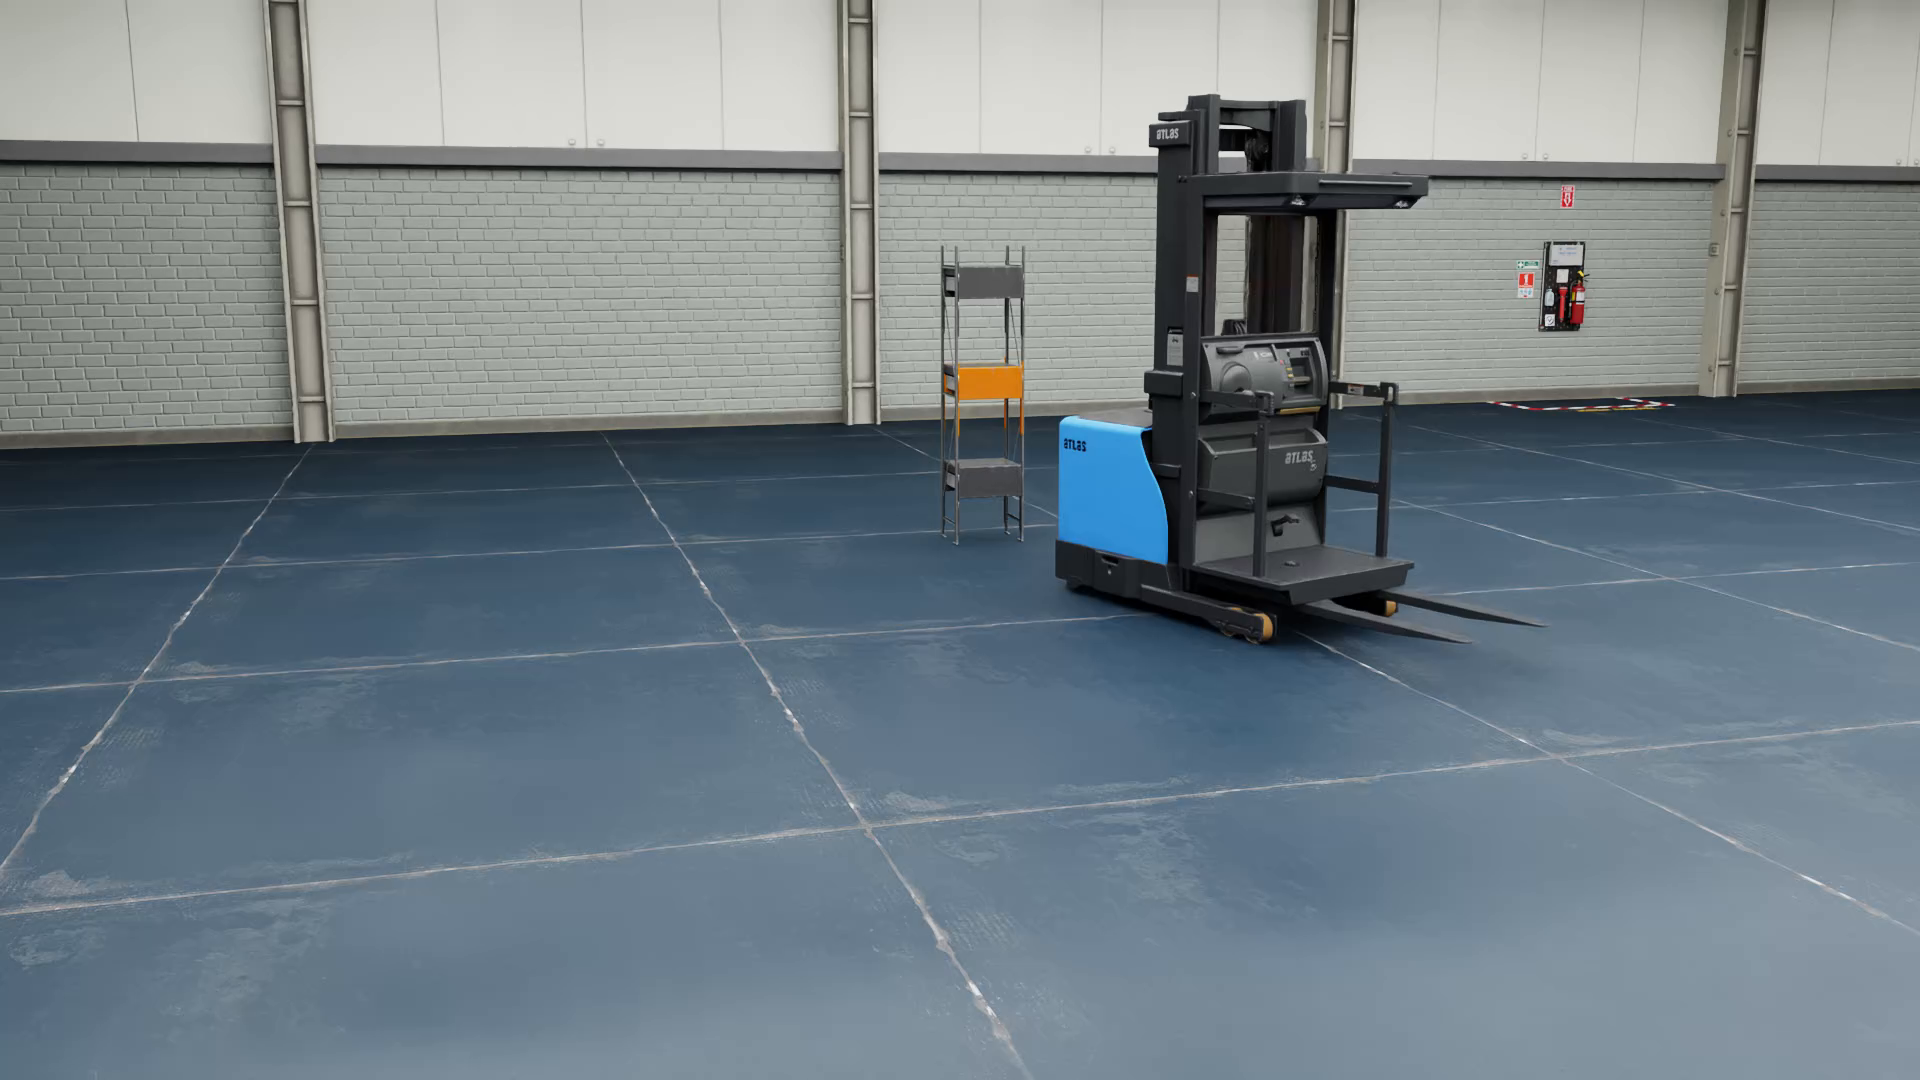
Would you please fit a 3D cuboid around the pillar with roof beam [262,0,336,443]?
[{"bbox_3d":[-5.711,-4.744,12.959,0.400,9.000,9.100,-3,11,-16],"label":"pillar with roof beam"}]

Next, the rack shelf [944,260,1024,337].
[{"bbox_3d":[0.159,-1.716,11.778,0.480,0.518,0.431,-3,11,-16],"label":"rack shelf"}]

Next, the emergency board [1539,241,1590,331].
[{"bbox_3d":[7.985,-3.334,21.872,0.643,1.169,0.194,-3,11,-16],"label":"emergency board"}]

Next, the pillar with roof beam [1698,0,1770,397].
[{"bbox_3d":[11.572,-5.655,17.907,0.400,9.000,9.100,-3,11,-16],"label":"pillar with roof beam"}]

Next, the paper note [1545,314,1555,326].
[{"bbox_3d":[7.796,-2.904,21.968,0.142,0.148,0.016,-3,11,-16],"label":"paper note"}]

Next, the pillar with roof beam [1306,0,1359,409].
[{"bbox_3d":[5.811,-5.351,16.258,0.400,9.000,9.100,-3,11,-16],"label":"pillar with roof beam"}]

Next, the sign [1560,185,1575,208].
[{"bbox_3d":[7.949,-4.491,21.754,0.199,0.298,0.001,-3,11,-16],"label":"sign"}]

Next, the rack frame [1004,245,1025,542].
[{"bbox_3d":[0.393,-1.053,11.969,0.015,2.100,0.400,-3,11,-16],"label":"rack frame"}]

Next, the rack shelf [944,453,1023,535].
[{"bbox_3d":[0.159,-0.339,12.031,0.480,0.518,0.431,-3,11,-16],"label":"rack shelf"}]

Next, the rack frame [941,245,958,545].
[{"bbox_3d":[-0.075,-1.029,11.835,0.015,2.100,0.400,-3,11,-16],"label":"rack frame"}]

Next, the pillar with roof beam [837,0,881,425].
[{"bbox_3d":[0.050,-5.047,14.609,0.400,9.000,9.100,-3,11,-16],"label":"pillar with roof beam"}]

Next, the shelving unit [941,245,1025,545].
[{"bbox_3d":[0.159,-1.041,11.902,0.503,2.100,0.431,-3,11,-16],"label":"shelving unit"}]

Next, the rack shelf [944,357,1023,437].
[{"bbox_3d":[0.159,-1.028,11.904,0.480,0.518,0.431,-3,11,-16],"label":"rack shelf"}]

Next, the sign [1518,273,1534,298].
[{"bbox_3d":[7.425,-3.342,21.814,0.234,0.329,0.001,-3,11,-16],"label":"sign"}]

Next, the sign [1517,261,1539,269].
[{"bbox_3d":[7.432,-3.601,21.759,0.331,0.109,0.001,-3,11,-16],"label":"sign"}]

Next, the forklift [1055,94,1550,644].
[{"bbox_3d":[1.860,-0.980,9.274,1.130,2.935,3.031,-7,13,-35],"label":"forklift"}]
